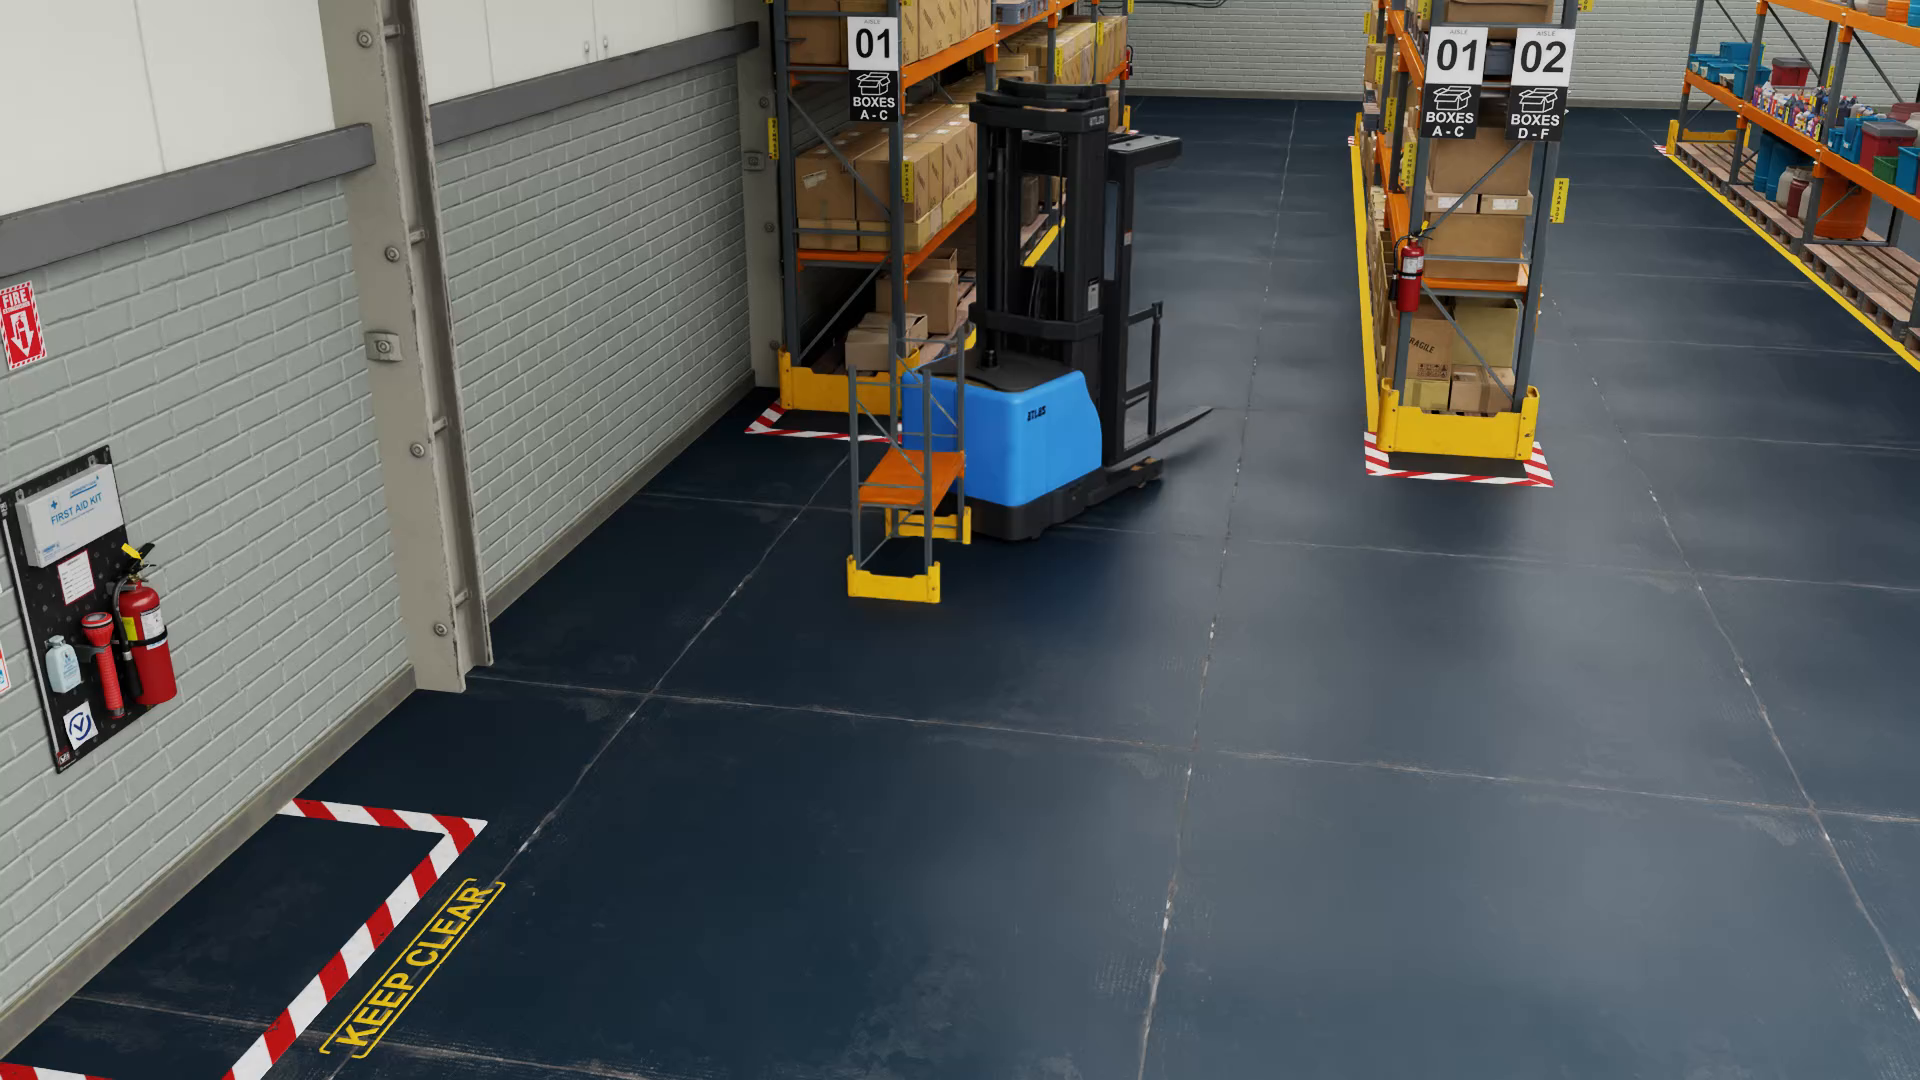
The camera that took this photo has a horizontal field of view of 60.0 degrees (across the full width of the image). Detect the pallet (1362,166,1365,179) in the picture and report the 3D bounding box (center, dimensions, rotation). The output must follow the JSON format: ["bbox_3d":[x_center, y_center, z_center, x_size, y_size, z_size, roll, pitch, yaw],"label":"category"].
[{"bbox_3d":[6.487,-5.468,24.649,1.003,0.211,1.213,4,22,11],"label":"pallet"}]

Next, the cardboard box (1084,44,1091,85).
[{"bbox_3d":[1.554,-6.705,23.428,0.500,0.500,0.500,5,22,11],"label":"cardboard box"}]

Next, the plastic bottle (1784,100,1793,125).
[{"bbox_3d":[10.341,-5.329,20.728,0.061,0.283,0.133,4,22,11],"label":"plastic bottle"}]

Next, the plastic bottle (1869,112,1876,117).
[{"bbox_3d":[10.868,-4.957,19.818,0.097,0.271,0.097,0,22,0],"label":"plastic bottle"}]

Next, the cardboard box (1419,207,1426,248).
[{"bbox_3d":[4.107,-2.530,13.488,0.700,0.500,0.500,5,22,12],"label":"cardboard box"}]

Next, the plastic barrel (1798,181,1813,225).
[{"bbox_3d":[10.489,-4.103,20.294,0.421,0.512,0.421,0,22,0],"label":"plastic barrel"}]

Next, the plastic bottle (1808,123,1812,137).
[{"bbox_3d":[10.131,-4.882,19.727,0.097,0.201,0.097,0,22,0],"label":"plastic bottle"}]

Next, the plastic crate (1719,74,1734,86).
[{"bbox_3d":[11.255,-6.697,24.239,0.293,0.136,0.466,4,22,11],"label":"plastic crate"}]

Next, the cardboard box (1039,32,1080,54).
[{"bbox_3d":[1.330,-6.679,22.359,0.500,0.250,0.500,4,22,10],"label":"cardboard box"}]

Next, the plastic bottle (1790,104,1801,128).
[{"bbox_3d":[10.276,-5.213,20.439,0.061,0.283,0.133,4,22,11],"label":"plastic bottle"}]

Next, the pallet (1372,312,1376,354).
[{"bbox_3d":[4.510,-2.004,16.046,1.003,0.211,1.213,4,22,11],"label":"pallet"}]

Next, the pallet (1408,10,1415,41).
[{"bbox_3d":[4.565,-4.621,14.916,1.003,0.211,1.213,4,22,11],"label":"pallet"}]

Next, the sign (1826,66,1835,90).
[{"bbox_3d":[11.732,-6.217,22.406,0.100,0.325,0.005,4,22,11],"label":"sign"}]

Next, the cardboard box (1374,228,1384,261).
[{"bbox_3d":[4.615,-3.125,17.466,0.500,0.311,0.500,5,22,12],"label":"cardboard box"}]

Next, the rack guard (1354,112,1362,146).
[{"bbox_3d":[7.146,-6.786,27.534,1.175,0.500,0.348,4,22,11],"label":"rack guard"}]

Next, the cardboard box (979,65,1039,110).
[{"bbox_3d":[0.593,-5.502,20.276,0.700,0.500,0.500,2,22,5],"label":"cardboard box"}]

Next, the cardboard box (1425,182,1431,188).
[{"bbox_3d":[3.841,-2.719,13.088,0.380,0.149,0.250,5,22,12],"label":"cardboard box"}]

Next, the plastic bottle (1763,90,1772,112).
[{"bbox_3d":[10.602,-5.758,21.807,0.097,0.271,0.097,0,22,0],"label":"plastic bottle"}]

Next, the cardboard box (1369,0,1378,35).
[{"bbox_3d":[6.813,-8.341,26.578,0.500,0.500,0.500,5,23,13],"label":"cardboard box"}]

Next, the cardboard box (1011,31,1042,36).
[{"bbox_3d":[0.838,-6.714,22.446,0.500,0.250,0.500,4,22,10],"label":"cardboard box"}]

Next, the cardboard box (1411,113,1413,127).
[{"bbox_3d":[5.096,-4.287,17.848,0.500,0.500,0.500,4,22,11],"label":"cardboard box"}]

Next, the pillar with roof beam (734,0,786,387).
[{"bbox_3d":[2.557,-5.275,12.405,9.100,9.000,0.400,4,22,11],"label":"pillar with roof beam"}]

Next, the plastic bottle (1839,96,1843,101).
[{"bbox_3d":[11.225,-5.538,21.255,0.152,0.276,0.135,4,22,11],"label":"plastic bottle"}]

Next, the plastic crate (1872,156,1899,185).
[{"bbox_3d":[9.641,-3.766,16.973,0.450,0.188,0.662,4,22,11],"label":"plastic crate"}]

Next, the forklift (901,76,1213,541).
[{"bbox_3d":[0.867,-1.842,12.004,1.130,2.935,3.031,16,27,34],"label":"forklift"}]

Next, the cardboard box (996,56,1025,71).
[{"bbox_3d":[0.587,-5.728,19.970,0.380,0.149,0.250,1,22,2],"label":"cardboard box"}]

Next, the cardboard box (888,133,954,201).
[{"bbox_3d":[-0.339,-3.306,14.717,0.500,0.500,0.500,4,22,9],"label":"cardboard box"}]

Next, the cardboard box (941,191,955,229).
[{"bbox_3d":[-0.341,-2.969,14.884,0.500,0.250,0.500,4,22,10],"label":"cardboard box"}]

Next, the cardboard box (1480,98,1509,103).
[{"bbox_3d":[4.322,-3.520,14.207,0.700,0.500,0.500,4,22,11],"label":"cardboard box"}]

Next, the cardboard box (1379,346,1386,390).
[{"bbox_3d":[3.808,-1.444,14.042,0.500,0.250,0.500,4,22,11],"label":"cardboard box"}]

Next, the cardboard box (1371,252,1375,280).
[{"bbox_3d":[4.619,-2.863,17.565,0.500,0.250,0.500,4,22,10],"label":"cardboard box"}]

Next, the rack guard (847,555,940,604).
[{"bbox_3d":[-0.415,0.246,10.409,0.587,0.250,0.087,4,22,11],"label":"rack guard"}]

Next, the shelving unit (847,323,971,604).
[{"bbox_3d":[-0.316,-0.516,10.628,0.587,1.500,1.083,4,22,11],"label":"shelving unit"}]

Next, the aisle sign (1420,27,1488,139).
[{"bbox_3d":[3.596,-3.326,12.117,0.394,0.787,0.004,4,22,11],"label":"aisle sign"}]

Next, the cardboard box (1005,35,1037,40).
[{"bbox_3d":[0.735,-6.528,21.984,0.500,0.250,0.500,4,22,10],"label":"cardboard box"}]

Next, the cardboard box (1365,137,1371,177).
[{"bbox_3d":[6.009,-5.397,23.496,0.500,0.500,0.500,3,22,8],"label":"cardboard box"}]

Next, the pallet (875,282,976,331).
[{"bbox_3d":[-0.239,-2.419,17.078,1.003,0.211,1.213,4,22,11],"label":"pallet"}]

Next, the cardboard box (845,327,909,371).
[{"bbox_3d":[-0.724,-1.701,14.573,0.500,0.311,0.500,2,22,5],"label":"cardboard box"}]

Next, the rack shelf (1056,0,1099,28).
[{"bbox_3d":[1.087,-7.213,22.196,1.077,0.370,4.000,4,22,11],"label":"rack shelf"}]

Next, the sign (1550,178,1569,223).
[{"bbox_3d":[4.439,-2.516,12.320,0.100,0.325,0.005,4,22,11],"label":"sign"}]

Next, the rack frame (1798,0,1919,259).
[{"bbox_3d":[10.378,-4.669,18.931,1.000,3.000,0.127,4,22,11],"label":"rack frame"}]

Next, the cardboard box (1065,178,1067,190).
[{"bbox_3d":[1.143,-5.200,22.566,0.750,0.750,0.750,4,22,11],"label":"cardboard box"}]

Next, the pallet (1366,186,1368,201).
[{"bbox_3d":[6.217,-4.917,23.279,1.003,0.211,1.213,4,22,11],"label":"pallet"}]

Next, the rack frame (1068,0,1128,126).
[{"bbox_3d":[2.312,-8.350,28.071,1.000,3.000,0.127,4,22,11],"label":"rack frame"}]

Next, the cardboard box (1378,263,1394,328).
[{"bbox_3d":[4.008,-2.158,14.810,0.500,0.500,0.500,4,22,11],"label":"cardboard box"}]

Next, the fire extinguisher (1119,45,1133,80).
[{"bbox_3d":[2.794,-8.161,28.204,0.296,0.674,0.183,4,22,11],"label":"fire extinguisher"}]

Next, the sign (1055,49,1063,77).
[{"bbox_3d":[1.213,-5.886,20.510,0.100,0.325,0.005,4,22,11],"label":"sign"}]

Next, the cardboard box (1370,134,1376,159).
[{"bbox_3d":[5.703,-5.195,21.992,0.500,0.250,0.500,4,22,10],"label":"cardboard box"}]

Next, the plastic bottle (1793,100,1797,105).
[{"bbox_3d":[10.401,-5.325,20.716,0.061,0.283,0.133,4,22,11],"label":"plastic bottle"}]

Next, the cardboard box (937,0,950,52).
[{"bbox_3d":[-0.393,-4.432,14.168,0.500,0.500,0.500,6,23,13],"label":"cardboard box"}]

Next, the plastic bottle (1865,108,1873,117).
[{"bbox_3d":[11.002,-5.085,20.138,0.097,0.271,0.097,0,22,0],"label":"plastic bottle"}]

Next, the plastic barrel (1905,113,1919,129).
[{"bbox_3d":[10.377,-4.328,17.935,0.421,0.512,0.421,0,22,0],"label":"plastic barrel"}]

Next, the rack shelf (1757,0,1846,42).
[{"bbox_3d":[10.786,-6.458,20.321,1.077,0.370,4.000,4,22,11],"label":"rack shelf"}]

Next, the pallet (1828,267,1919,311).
[{"bbox_3d":[9.931,-2.650,17.651,1.003,0.211,1.213,4,22,11],"label":"pallet"}]

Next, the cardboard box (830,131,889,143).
[{"bbox_3d":[-0.851,-3.347,14.819,0.500,0.500,0.500,4,22,9],"label":"cardboard box"}]
